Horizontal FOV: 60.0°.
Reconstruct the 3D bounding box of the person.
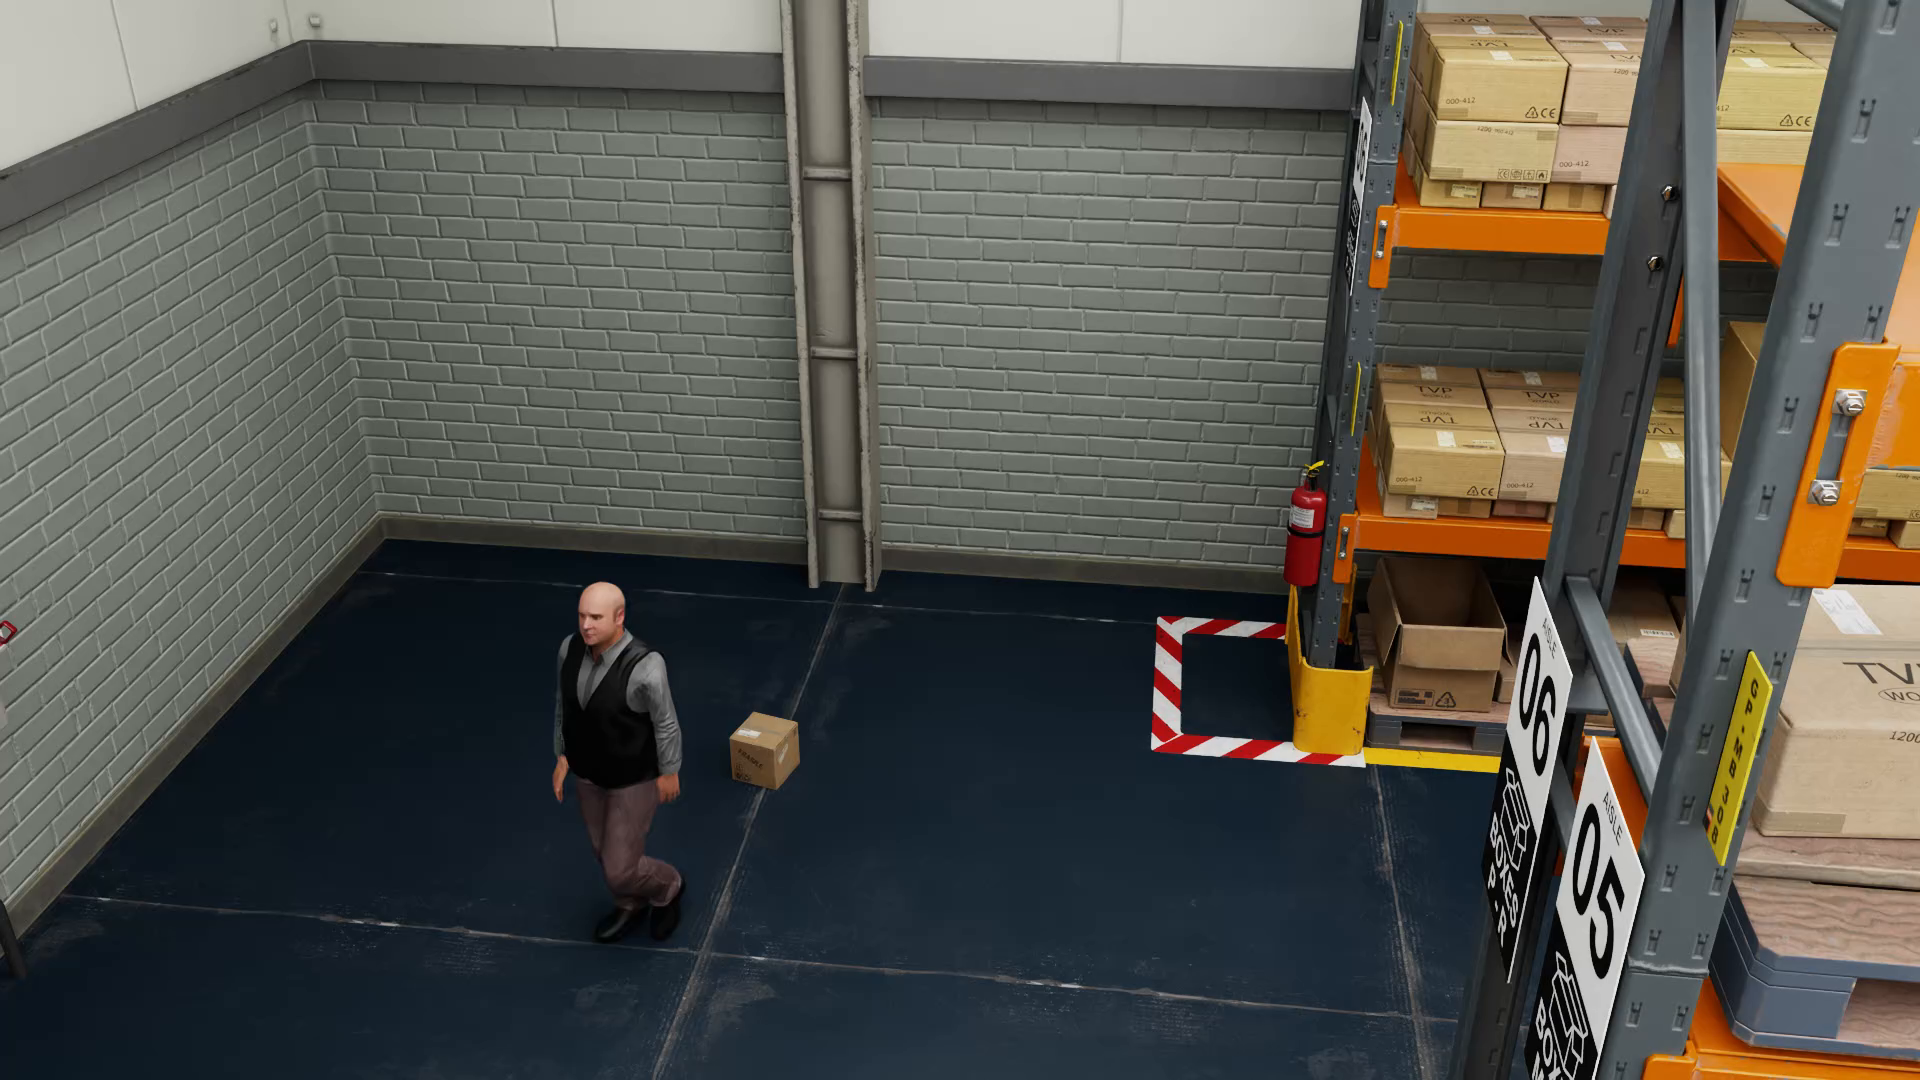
[{"bbox_3d":[-1.418,0.964,6.818,0.546,1.733,0.452,16,32,28],"label":"person"}]
